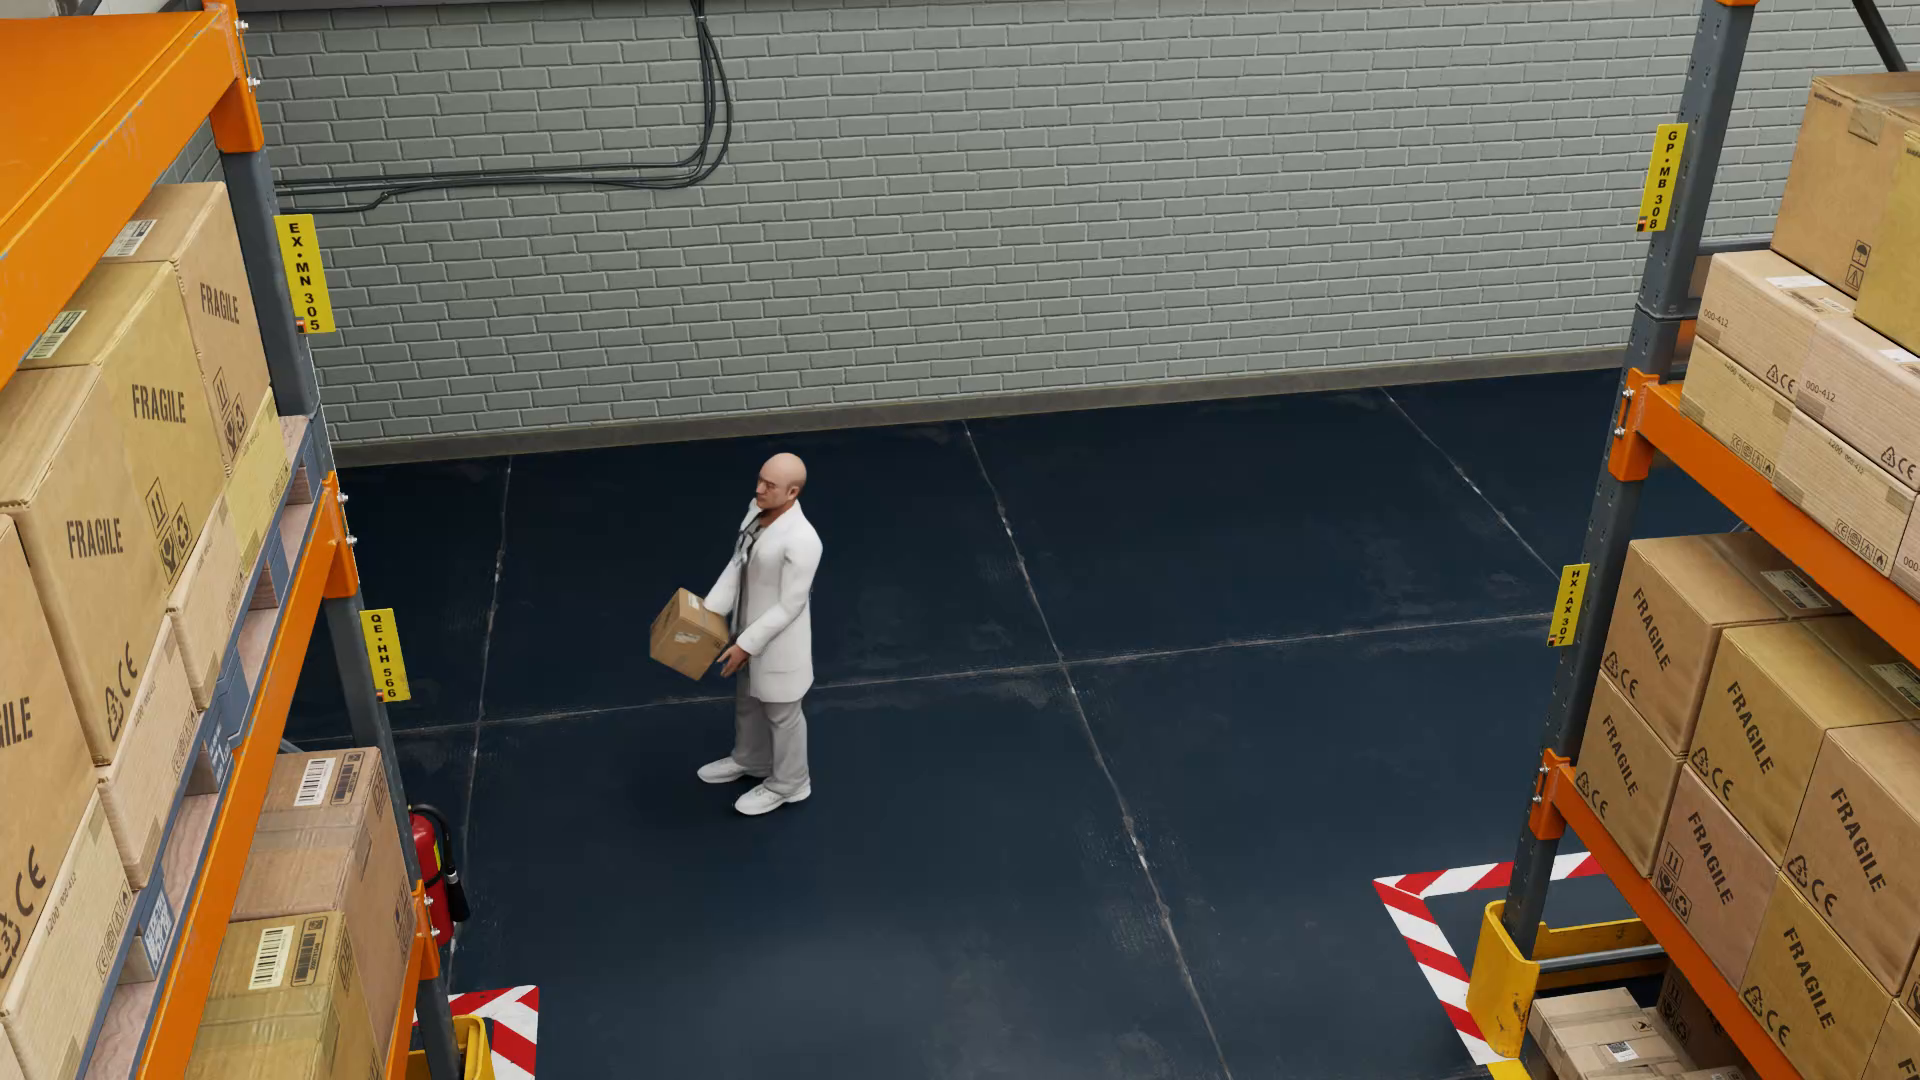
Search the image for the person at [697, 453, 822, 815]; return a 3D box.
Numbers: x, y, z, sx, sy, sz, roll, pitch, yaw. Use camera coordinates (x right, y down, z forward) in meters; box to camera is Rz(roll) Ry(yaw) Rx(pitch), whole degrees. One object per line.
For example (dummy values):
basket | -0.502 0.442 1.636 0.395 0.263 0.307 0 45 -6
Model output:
person | -0.900 0.433 7.405 0.510 1.780 0.600 -16 34 -26
